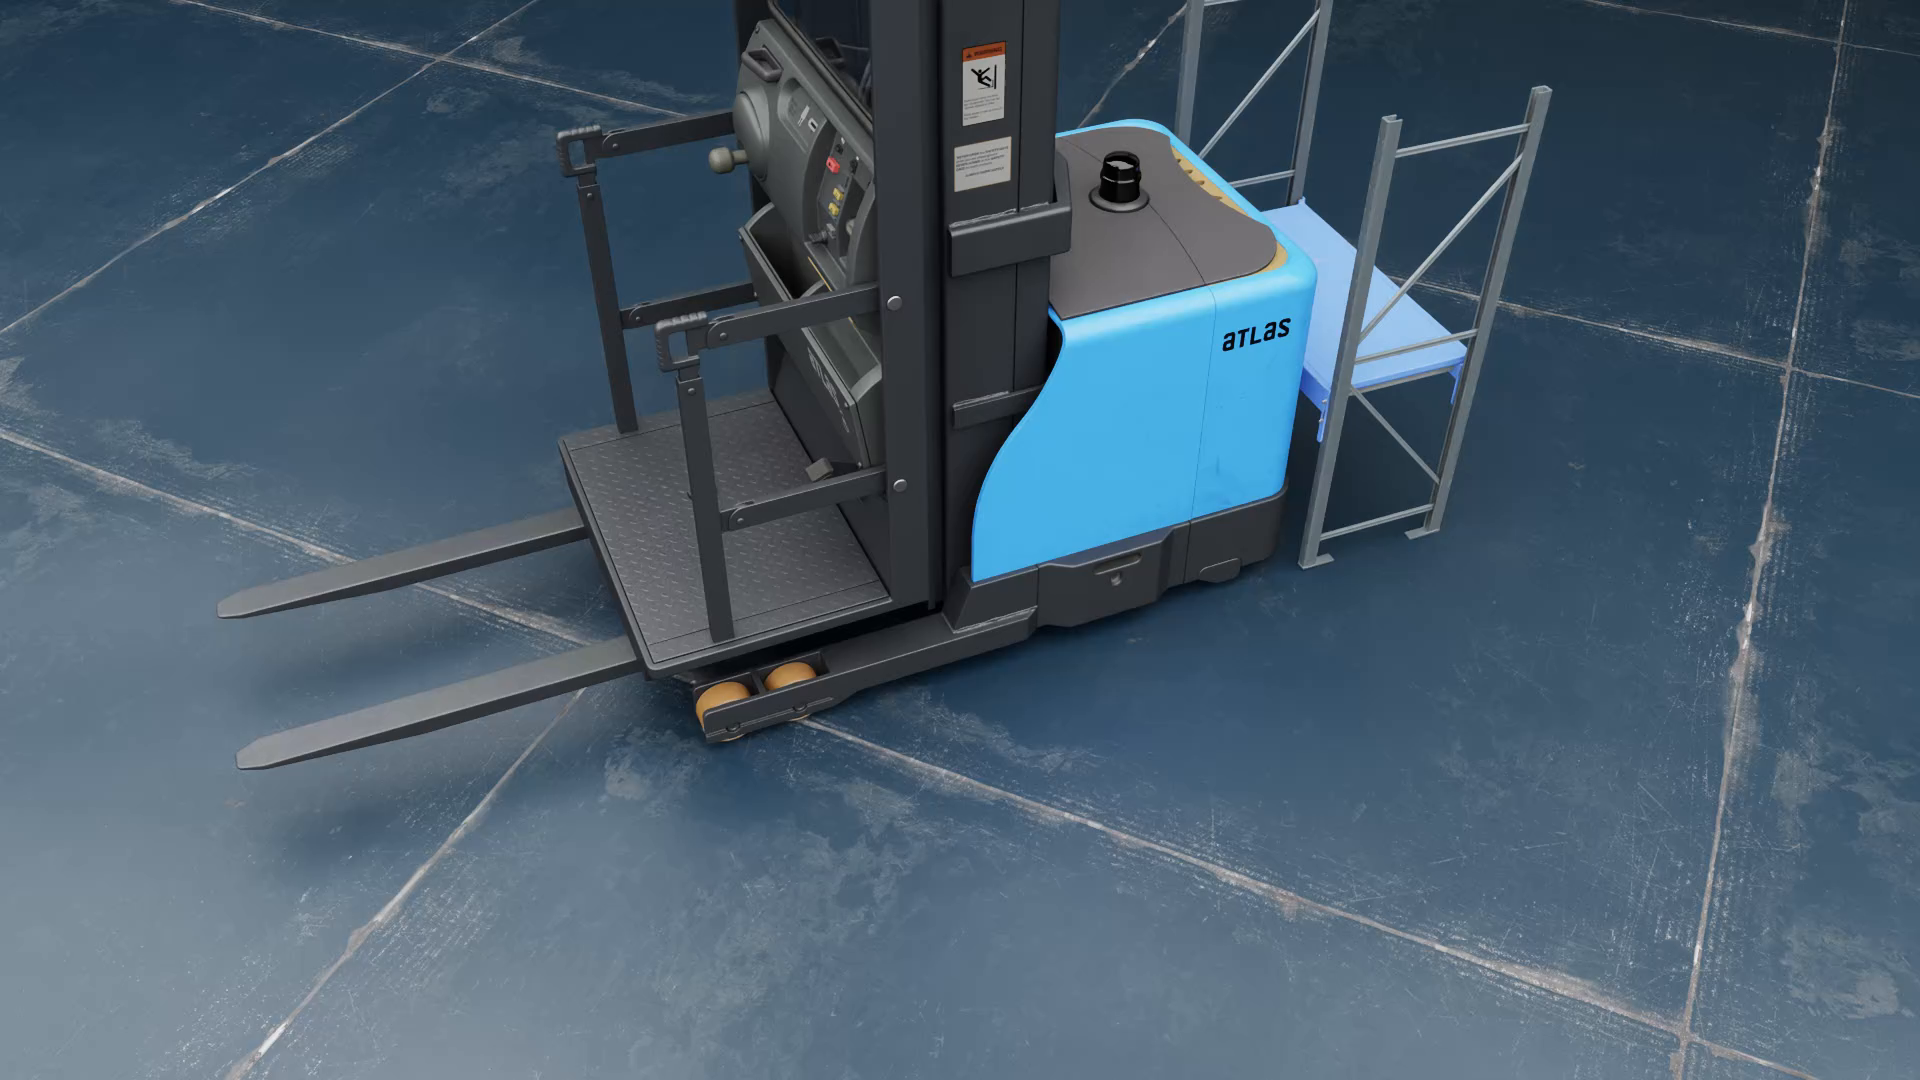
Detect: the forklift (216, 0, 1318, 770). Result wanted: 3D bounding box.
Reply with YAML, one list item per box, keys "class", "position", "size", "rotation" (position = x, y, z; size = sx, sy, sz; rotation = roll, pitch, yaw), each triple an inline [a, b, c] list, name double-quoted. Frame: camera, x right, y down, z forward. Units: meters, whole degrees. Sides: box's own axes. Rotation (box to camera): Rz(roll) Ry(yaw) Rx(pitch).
- class: "forklift"
  position: [-0.580, -0.946, 4.103]
  size: [3.031, 2.935, 1.130]
  rotation: [-16, 43, -17]

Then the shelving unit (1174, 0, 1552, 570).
- class: "shelving unit"
  position: [1.099, -0.853, 5.086]
  size: [0.538, 1.500, 1.048]
  rotation: [-15, 43, -17]

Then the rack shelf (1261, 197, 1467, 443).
- class: "rack shelf"
  position: [1.098, -0.717, 5.203]
  size: [0.538, 0.185, 1.000]
  rotation: [-15, 43, -17]

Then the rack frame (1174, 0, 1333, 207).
- class: "rack frame"
  position: [0.908, -1.161, 5.442]
  size: [0.500, 1.500, 0.032]
  rotation: [-15, 43, -17]

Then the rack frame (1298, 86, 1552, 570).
- class: "rack frame"
  position: [1.290, -0.545, 4.730]
  size: [0.500, 1.500, 0.032]
  rotation: [-15, 43, -17]
